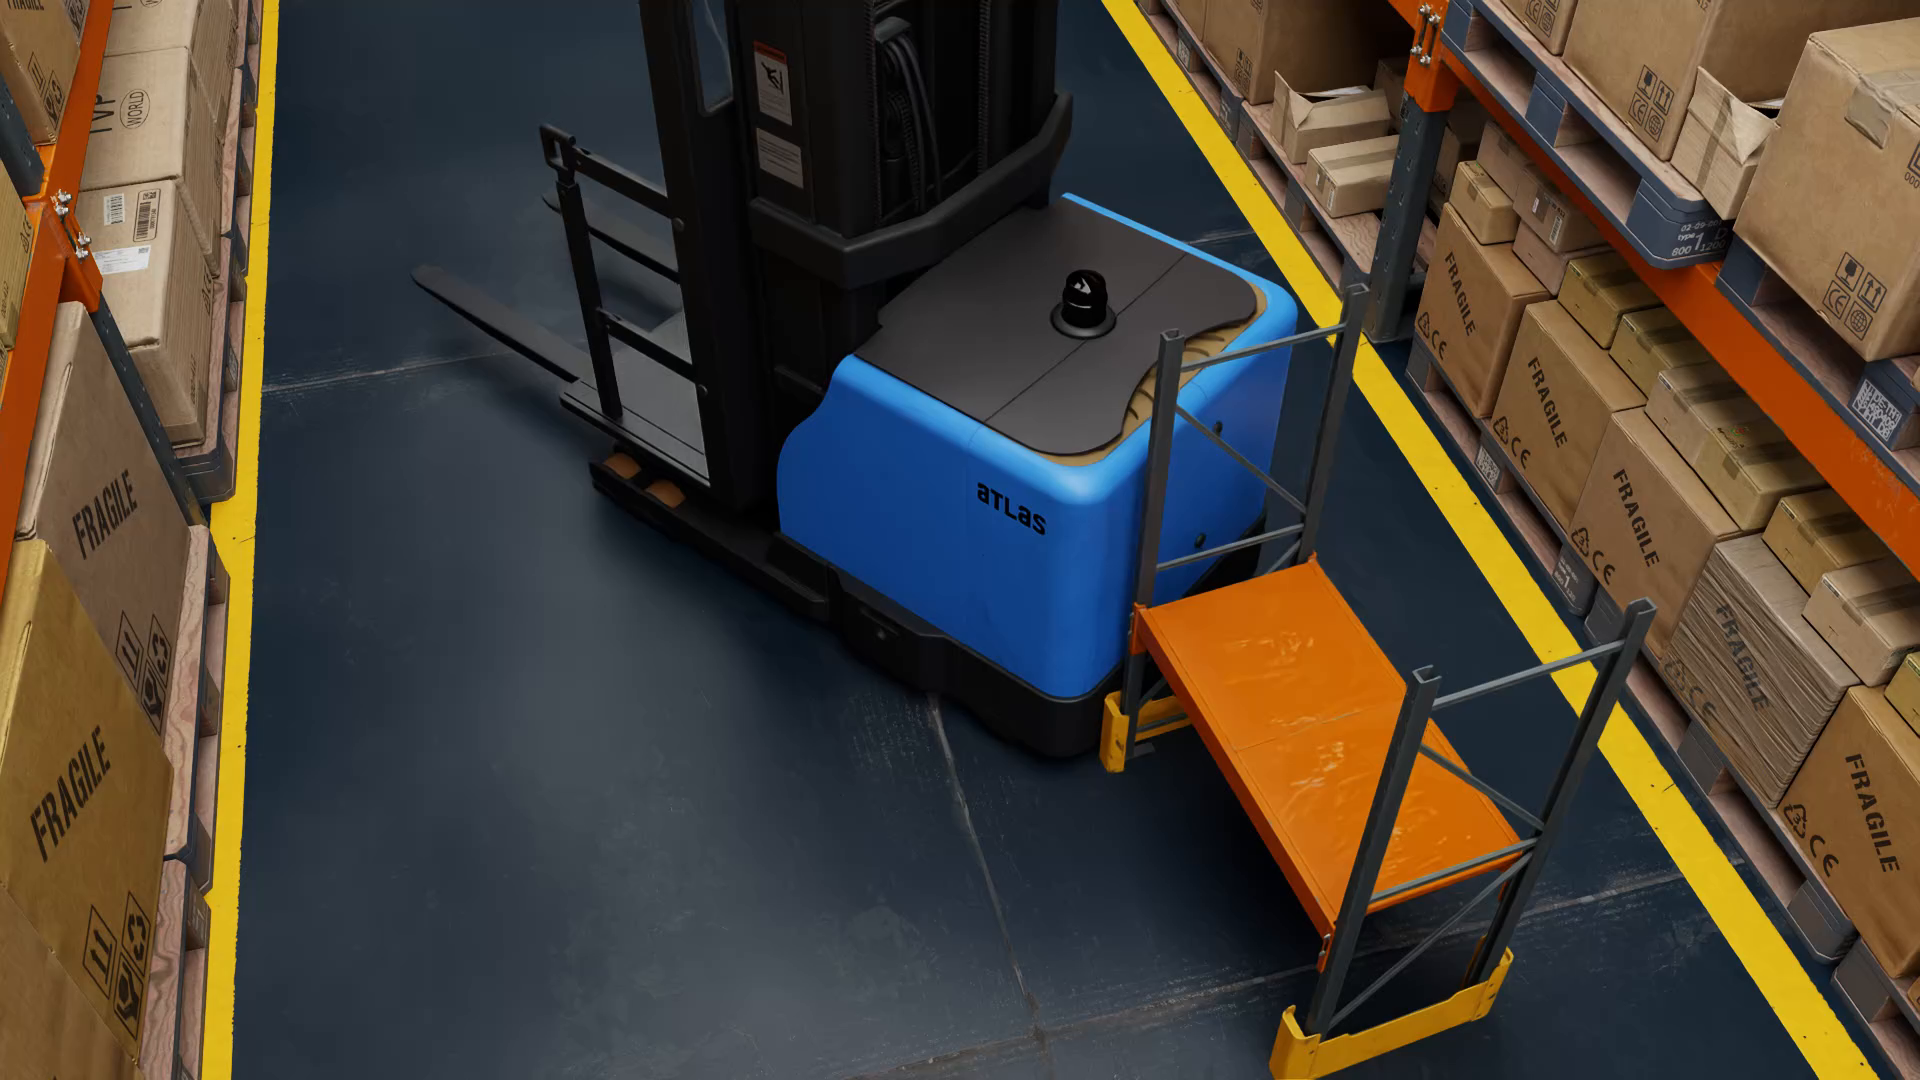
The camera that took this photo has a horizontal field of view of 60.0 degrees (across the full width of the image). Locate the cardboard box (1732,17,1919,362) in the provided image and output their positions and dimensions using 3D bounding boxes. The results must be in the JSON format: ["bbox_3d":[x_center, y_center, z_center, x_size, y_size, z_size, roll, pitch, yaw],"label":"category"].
[{"bbox_3d":[2.178,-0.782,3.552,0.700,0.500,0.500,-11,47,-11],"label":"cardboard box"}]

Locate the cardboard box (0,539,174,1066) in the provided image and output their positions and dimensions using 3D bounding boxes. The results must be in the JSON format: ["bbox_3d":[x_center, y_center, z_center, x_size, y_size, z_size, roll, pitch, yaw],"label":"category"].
[{"bbox_3d":[-2.386,0.669,3.688,0.875,0.875,0.875,-9,46,-9],"label":"cardboard box"}]

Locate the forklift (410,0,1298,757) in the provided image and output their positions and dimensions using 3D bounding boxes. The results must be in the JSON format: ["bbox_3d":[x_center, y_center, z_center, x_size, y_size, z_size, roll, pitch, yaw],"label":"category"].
[{"bbox_3d":[-0.553,-1.318,4.490,3.031,2.935,1.130,30,53,26],"label":"forklift"}]

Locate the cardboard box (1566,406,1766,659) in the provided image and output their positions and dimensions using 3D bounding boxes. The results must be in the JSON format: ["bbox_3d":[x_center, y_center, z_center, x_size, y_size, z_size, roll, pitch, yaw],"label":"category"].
[{"bbox_3d":[2.113,-0.060,4.664,0.500,0.500,0.500,-12,47,-11],"label":"cardboard box"}]

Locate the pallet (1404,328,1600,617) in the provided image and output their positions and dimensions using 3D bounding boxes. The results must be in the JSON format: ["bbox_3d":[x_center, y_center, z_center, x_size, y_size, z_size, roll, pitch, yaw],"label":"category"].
[{"bbox_3d":[2.182,-0.343,5.439,1.003,0.211,1.213,-11,47,-10],"label":"pallet"}]

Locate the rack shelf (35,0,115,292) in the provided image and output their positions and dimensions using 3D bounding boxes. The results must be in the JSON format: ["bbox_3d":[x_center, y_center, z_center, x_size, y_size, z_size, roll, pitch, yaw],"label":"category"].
[{"bbox_3d":[-3.372,-2.093,5.704,1.077,0.370,4.000,-11,47,-10],"label":"rack shelf"}]

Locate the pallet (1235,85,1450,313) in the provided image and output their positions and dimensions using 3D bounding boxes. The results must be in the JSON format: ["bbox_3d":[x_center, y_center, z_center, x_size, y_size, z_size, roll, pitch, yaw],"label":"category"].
[{"bbox_3d":[1.762,-1.372,6.447,1.003,0.211,1.213,-11,47,-10],"label":"pallet"}]

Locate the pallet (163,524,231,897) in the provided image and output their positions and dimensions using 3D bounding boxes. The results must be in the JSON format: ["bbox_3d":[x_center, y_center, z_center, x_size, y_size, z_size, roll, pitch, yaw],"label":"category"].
[{"bbox_3d":[-2.590,0.531,4.582,1.003,0.211,1.213,-11,47,-10],"label":"pallet"}]

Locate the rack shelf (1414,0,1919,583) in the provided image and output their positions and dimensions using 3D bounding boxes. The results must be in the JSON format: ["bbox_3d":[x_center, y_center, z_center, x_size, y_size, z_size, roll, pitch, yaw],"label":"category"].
[{"bbox_3d":[2.449,-0.241,3.890,1.077,0.370,4.000,-11,47,-10],"label":"rack shelf"}]

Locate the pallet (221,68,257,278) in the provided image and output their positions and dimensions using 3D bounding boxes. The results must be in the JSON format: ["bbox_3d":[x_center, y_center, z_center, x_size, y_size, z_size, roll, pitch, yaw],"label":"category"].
[{"bbox_3d":[-3.295,-1.371,6.446,1.003,0.211,1.213,-11,47,-10],"label":"pallet"}]

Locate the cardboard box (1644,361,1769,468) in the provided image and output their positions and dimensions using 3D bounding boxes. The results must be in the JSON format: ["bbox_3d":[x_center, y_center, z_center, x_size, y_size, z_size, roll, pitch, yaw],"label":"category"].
[{"bbox_3d":[2.105,-0.358,4.503,0.380,0.149,0.250,-11,47,-10],"label":"cardboard box"}]

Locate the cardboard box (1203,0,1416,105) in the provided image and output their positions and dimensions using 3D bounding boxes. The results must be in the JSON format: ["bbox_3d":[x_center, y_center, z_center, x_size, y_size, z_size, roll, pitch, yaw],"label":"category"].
[{"bbox_3d":[1.425,-2.154,6.717,0.700,0.500,0.500,-12,47,-12],"label":"cardboard box"}]

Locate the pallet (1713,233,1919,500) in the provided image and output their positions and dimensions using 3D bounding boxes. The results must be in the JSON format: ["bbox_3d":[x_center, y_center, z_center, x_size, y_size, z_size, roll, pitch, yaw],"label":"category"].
[{"bbox_3d":[2.459,-0.387,3.663,1.003,0.211,1.213,-11,47,-10],"label":"pallet"}]

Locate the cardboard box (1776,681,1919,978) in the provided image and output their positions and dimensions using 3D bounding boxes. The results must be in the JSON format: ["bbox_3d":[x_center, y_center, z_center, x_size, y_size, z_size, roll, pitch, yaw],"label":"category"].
[{"bbox_3d":[2.390,0.655,3.964,0.500,0.500,0.500,-9,46,-9],"label":"cardboard box"}]

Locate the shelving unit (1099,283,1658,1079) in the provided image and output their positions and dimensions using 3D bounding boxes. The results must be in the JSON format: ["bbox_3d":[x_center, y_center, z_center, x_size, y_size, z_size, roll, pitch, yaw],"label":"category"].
[{"bbox_3d":[0.849,0.357,3.850,0.587,1.500,1.083,-15,48,-14],"label":"shelving unit"}]

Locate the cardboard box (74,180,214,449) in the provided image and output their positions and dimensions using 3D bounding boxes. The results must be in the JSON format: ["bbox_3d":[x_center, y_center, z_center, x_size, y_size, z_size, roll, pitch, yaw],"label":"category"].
[{"bbox_3d":[-2.917,-0.667,5.303,0.875,0.438,0.875,-11,47,-11],"label":"cardboard box"}]

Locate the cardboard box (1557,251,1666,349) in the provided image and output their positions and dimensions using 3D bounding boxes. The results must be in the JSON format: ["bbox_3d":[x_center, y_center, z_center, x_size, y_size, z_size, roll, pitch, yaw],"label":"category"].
[{"bbox_3d":[1.994,-0.724,4.862,0.380,0.149,0.250,-13,47,-12],"label":"cardboard box"}]

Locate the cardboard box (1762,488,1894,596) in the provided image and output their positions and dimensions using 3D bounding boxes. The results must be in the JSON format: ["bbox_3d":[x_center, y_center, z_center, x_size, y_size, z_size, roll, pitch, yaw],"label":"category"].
[{"bbox_3d":[2.264,-0.006,4.157,0.380,0.149,0.250,-11,47,-10],"label":"cardboard box"}]

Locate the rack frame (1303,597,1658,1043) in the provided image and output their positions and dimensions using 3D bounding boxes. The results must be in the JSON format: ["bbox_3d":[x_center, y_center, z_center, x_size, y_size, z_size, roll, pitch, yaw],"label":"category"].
[{"bbox_3d":[1.033,0.702,3.512,0.500,1.500,0.032,-15,48,-14],"label":"rack frame"}]

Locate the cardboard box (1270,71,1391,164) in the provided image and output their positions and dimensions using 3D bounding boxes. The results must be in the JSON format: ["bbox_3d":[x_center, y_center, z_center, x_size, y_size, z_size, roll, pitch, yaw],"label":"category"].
[{"bbox_3d":[1.419,-1.641,6.379,0.396,0.266,0.258,-9,46,-9],"label":"cardboard box"}]

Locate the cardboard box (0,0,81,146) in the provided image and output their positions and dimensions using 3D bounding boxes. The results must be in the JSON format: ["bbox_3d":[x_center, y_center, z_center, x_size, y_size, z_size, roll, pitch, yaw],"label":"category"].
[{"bbox_3d":[-2.728,-1.371,4.423,0.500,0.500,0.500,-9,46,-9],"label":"cardboard box"}]

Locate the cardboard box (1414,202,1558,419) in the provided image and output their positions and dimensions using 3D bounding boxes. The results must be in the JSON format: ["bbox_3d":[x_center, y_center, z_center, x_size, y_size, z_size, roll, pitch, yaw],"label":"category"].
[{"bbox_3d":[1.843,-0.771,5.361,0.500,0.500,0.500,-9,46,-9],"label":"cardboard box"}]

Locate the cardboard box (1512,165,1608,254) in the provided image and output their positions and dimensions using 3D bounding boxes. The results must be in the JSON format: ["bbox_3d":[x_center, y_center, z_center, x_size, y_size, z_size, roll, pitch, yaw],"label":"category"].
[{"bbox_3d":[1.884,-1.010,4.933,0.380,0.149,0.250,-13,47,-12],"label":"cardboard box"}]

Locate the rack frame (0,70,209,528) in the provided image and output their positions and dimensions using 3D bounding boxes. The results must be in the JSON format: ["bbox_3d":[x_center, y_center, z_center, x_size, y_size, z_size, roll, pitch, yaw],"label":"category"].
[{"bbox_3d":[-2.860,-0.964,4.094,1.000,3.000,0.127,-11,47,-10],"label":"rack frame"}]

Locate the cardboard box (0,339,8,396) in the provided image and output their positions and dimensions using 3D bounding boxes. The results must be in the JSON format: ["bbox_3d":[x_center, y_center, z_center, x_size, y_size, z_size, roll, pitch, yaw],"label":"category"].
[{"bbox_3d":[-2.373,-0.296,3.545,0.500,0.250,0.500,-11,47,-11],"label":"cardboard box"}]

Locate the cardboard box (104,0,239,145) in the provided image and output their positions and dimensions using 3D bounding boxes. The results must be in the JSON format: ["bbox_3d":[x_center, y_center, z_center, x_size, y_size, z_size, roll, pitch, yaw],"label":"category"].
[{"bbox_3d":[-3.376,-1.908,6.519,0.875,0.438,0.875,-10,46,-9],"label":"cardboard box"}]

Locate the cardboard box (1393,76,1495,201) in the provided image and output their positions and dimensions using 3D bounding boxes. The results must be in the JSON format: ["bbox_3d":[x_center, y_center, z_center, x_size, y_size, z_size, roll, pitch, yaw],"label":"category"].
[{"bbox_3d":[1.996,-1.579,6.286,0.500,0.311,0.500,-9,46,-9],"label":"cardboard box"}]

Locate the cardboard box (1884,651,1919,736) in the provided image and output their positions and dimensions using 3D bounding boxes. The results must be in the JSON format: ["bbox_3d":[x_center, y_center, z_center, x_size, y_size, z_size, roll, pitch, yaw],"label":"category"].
[{"bbox_3d":[2.377,0.359,3.800,0.380,0.149,0.250,-11,47,-11],"label":"cardboard box"}]

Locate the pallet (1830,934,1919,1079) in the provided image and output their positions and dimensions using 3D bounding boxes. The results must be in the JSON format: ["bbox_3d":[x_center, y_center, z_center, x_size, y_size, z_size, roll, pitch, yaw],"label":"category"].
[{"bbox_3d":[2.806,1.341,3.788,1.003,0.211,1.213,-11,47,-10],"label":"pallet"}]

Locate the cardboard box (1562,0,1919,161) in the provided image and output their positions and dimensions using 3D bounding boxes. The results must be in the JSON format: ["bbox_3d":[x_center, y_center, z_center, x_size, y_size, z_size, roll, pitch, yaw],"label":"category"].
[{"bbox_3d":[1.977,-1.323,4.083,0.700,0.500,0.500,-10,46,-10],"label":"cardboard box"}]

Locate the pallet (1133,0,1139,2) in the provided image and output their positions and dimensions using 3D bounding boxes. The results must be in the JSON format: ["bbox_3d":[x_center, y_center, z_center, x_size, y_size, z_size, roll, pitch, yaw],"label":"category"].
[{"bbox_3d":[1.137,-3.057,8.098,1.003,0.211,1.213,-11,47,-10],"label":"pallet"}]

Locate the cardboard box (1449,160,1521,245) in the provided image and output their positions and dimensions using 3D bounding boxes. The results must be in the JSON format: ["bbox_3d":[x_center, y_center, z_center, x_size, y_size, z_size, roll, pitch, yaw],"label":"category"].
[{"bbox_3d":[1.771,-1.077,5.207,0.380,0.149,0.250,-9,46,-8],"label":"cardboard box"}]

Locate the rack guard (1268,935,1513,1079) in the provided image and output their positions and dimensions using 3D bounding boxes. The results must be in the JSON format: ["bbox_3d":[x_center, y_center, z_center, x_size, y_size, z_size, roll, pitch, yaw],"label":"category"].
[{"bbox_3d":[1.026,1.127,3.971,0.587,0.250,0.087,-15,48,-14],"label":"rack guard"}]
